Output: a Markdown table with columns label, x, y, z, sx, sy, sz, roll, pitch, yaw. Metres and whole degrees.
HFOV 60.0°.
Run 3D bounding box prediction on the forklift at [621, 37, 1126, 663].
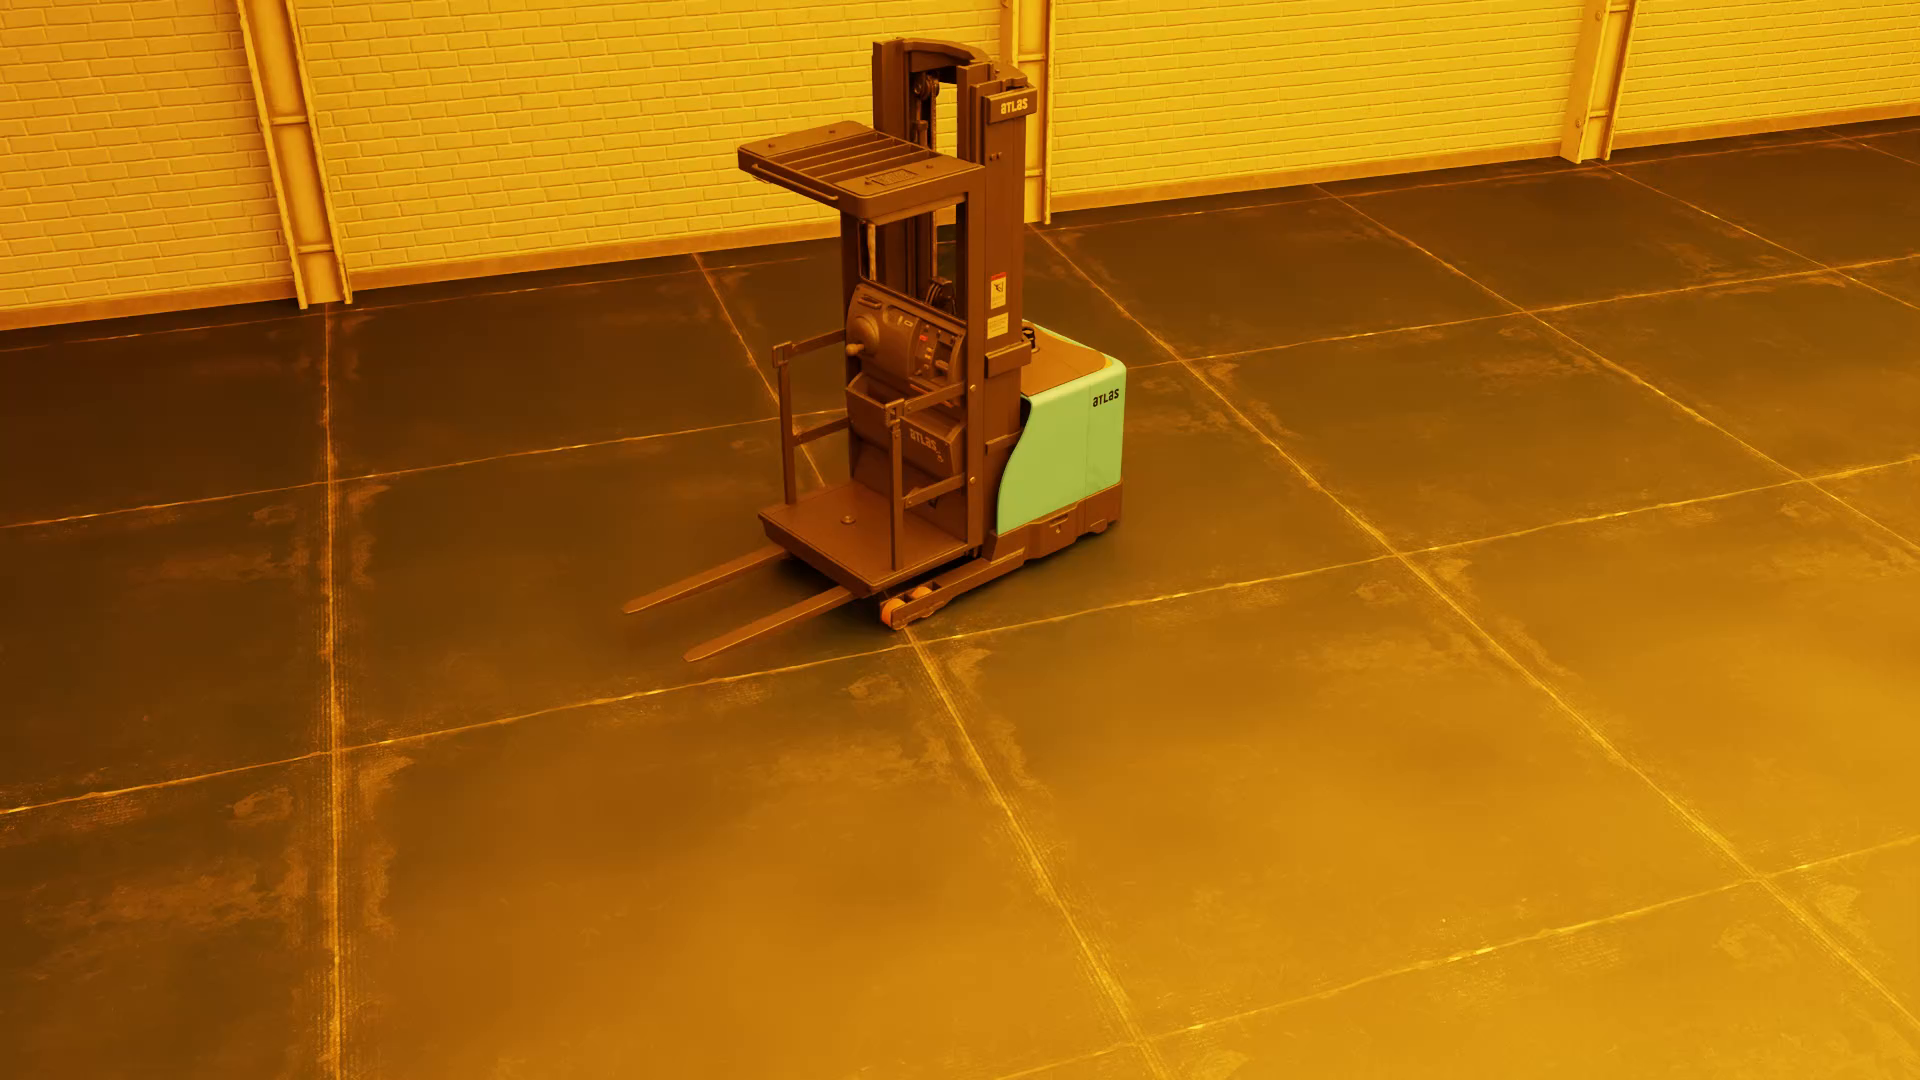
| label | x | y | z | sx | sy | sz | roll | pitch | yaw |
| --- | --- | --- | --- | --- | --- | --- | --- | --- | --- |
| forklift | -0.461 | -1.072 | 8.951 | 3.031 | 2.935 | 1.130 | -23 | 37 | -34 |

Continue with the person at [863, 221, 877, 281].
| label | x | y | z | sx | sy | sz | roll | pitch | yaw |
| --- | --- | --- | --- | --- | --- | --- | --- | --- | --- |
| person | -0.483 | -1.797 | 11.452 | 0.387 | 1.695 | 0.813 | 0 | 30 | 0 |
